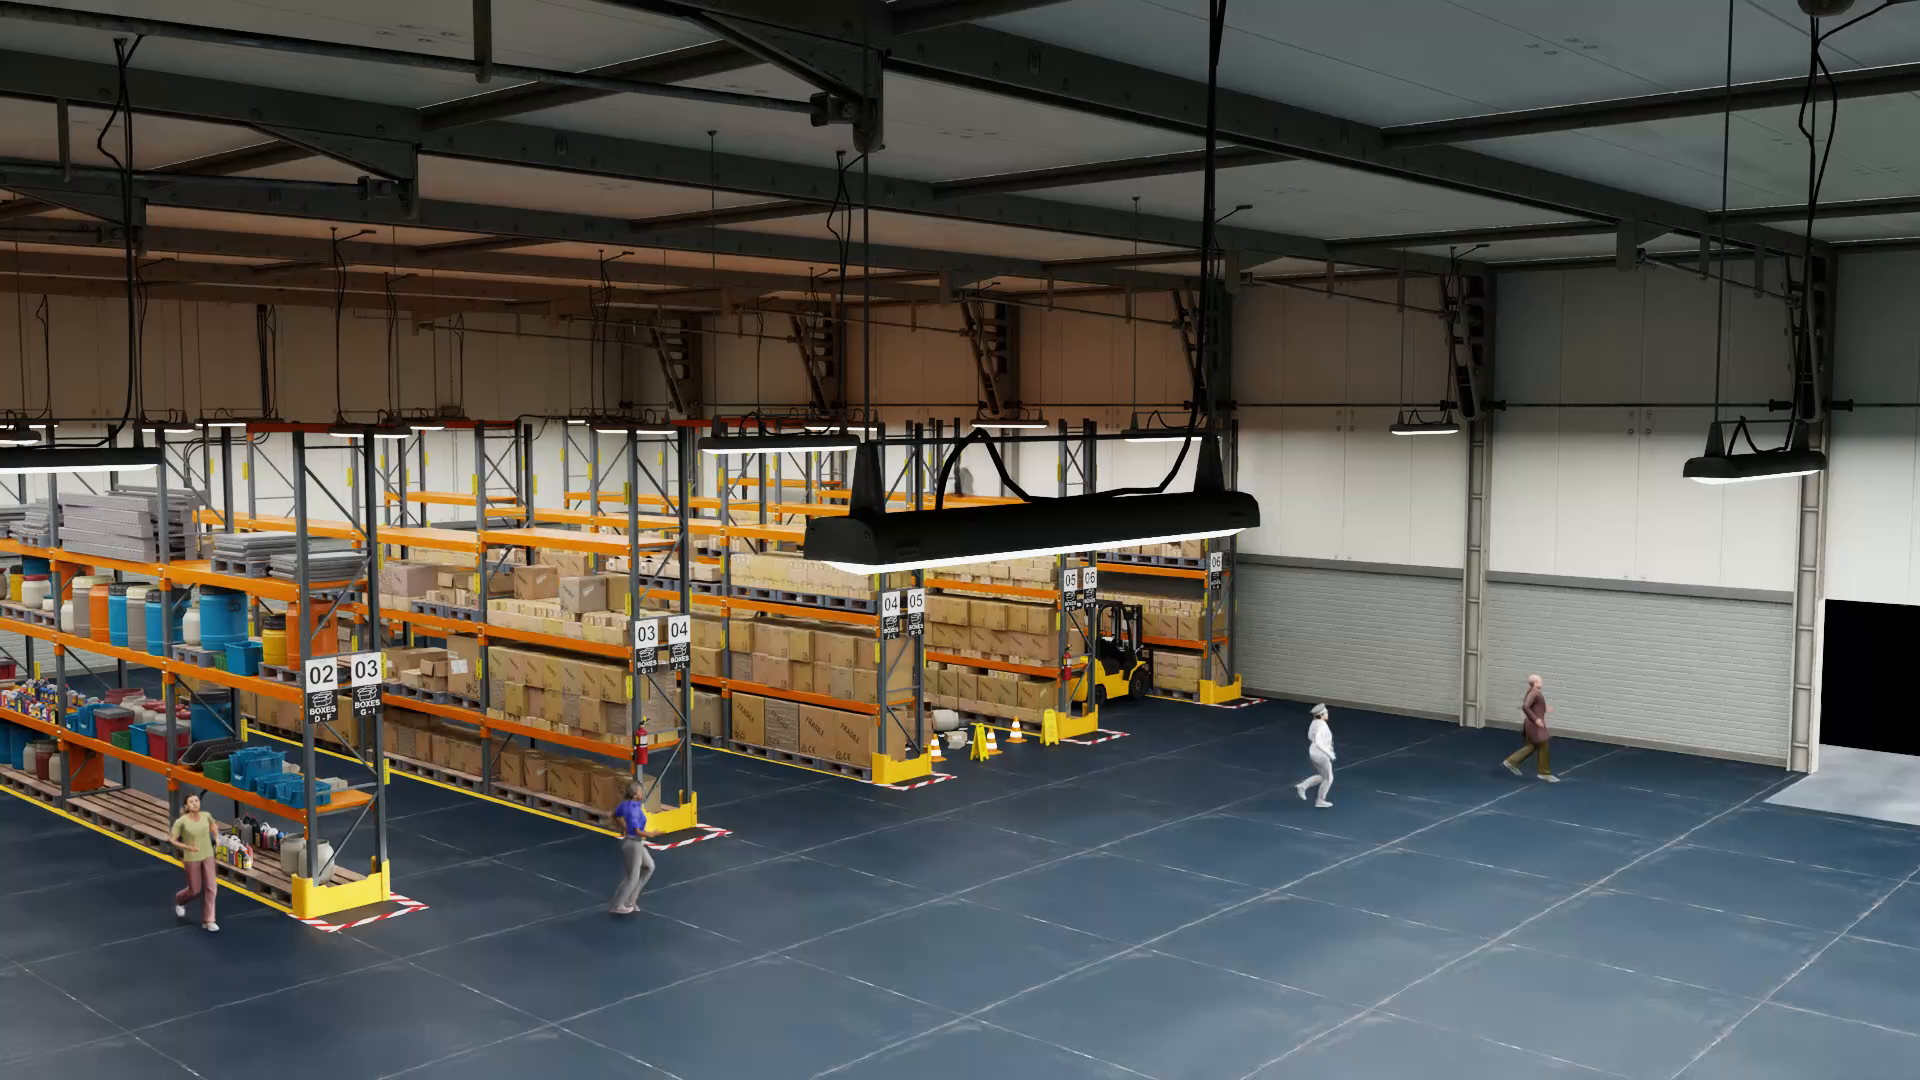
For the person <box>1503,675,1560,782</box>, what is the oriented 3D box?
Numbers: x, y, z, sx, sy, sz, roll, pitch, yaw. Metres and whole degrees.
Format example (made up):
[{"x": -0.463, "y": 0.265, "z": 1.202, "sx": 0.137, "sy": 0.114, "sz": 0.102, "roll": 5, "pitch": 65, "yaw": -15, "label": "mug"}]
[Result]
[{"x": 9.622, "y": 3.154, "z": 27.938, "sx": 0.922, "sy": 1.793, "sz": 0.705, "roll": 1, "pitch": 5, "yaw": 9, "label": "person"}]

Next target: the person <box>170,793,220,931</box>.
[{"x": -9.206, "y": 3.876, "z": 20.153, "sx": 0.592, "sy": 1.609, "sz": 0.856, "roll": -4, "pitch": 6, "yaw": -44, "label": "person"}]

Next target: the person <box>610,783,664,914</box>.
[{"x": -4.024, "y": 3.835, "z": 20.643, "sx": 0.678, "sy": 1.678, "sz": 0.603, "roll": -1, "pitch": 5, "yaw": -17, "label": "person"}]

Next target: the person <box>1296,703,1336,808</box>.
[{"x": 5.598, "y": 3.382, "z": 26.048, "sx": 0.599, "sy": 1.641, "sz": 0.606, "roll": 0, "pitch": 5, "yaw": -4, "label": "person"}]
